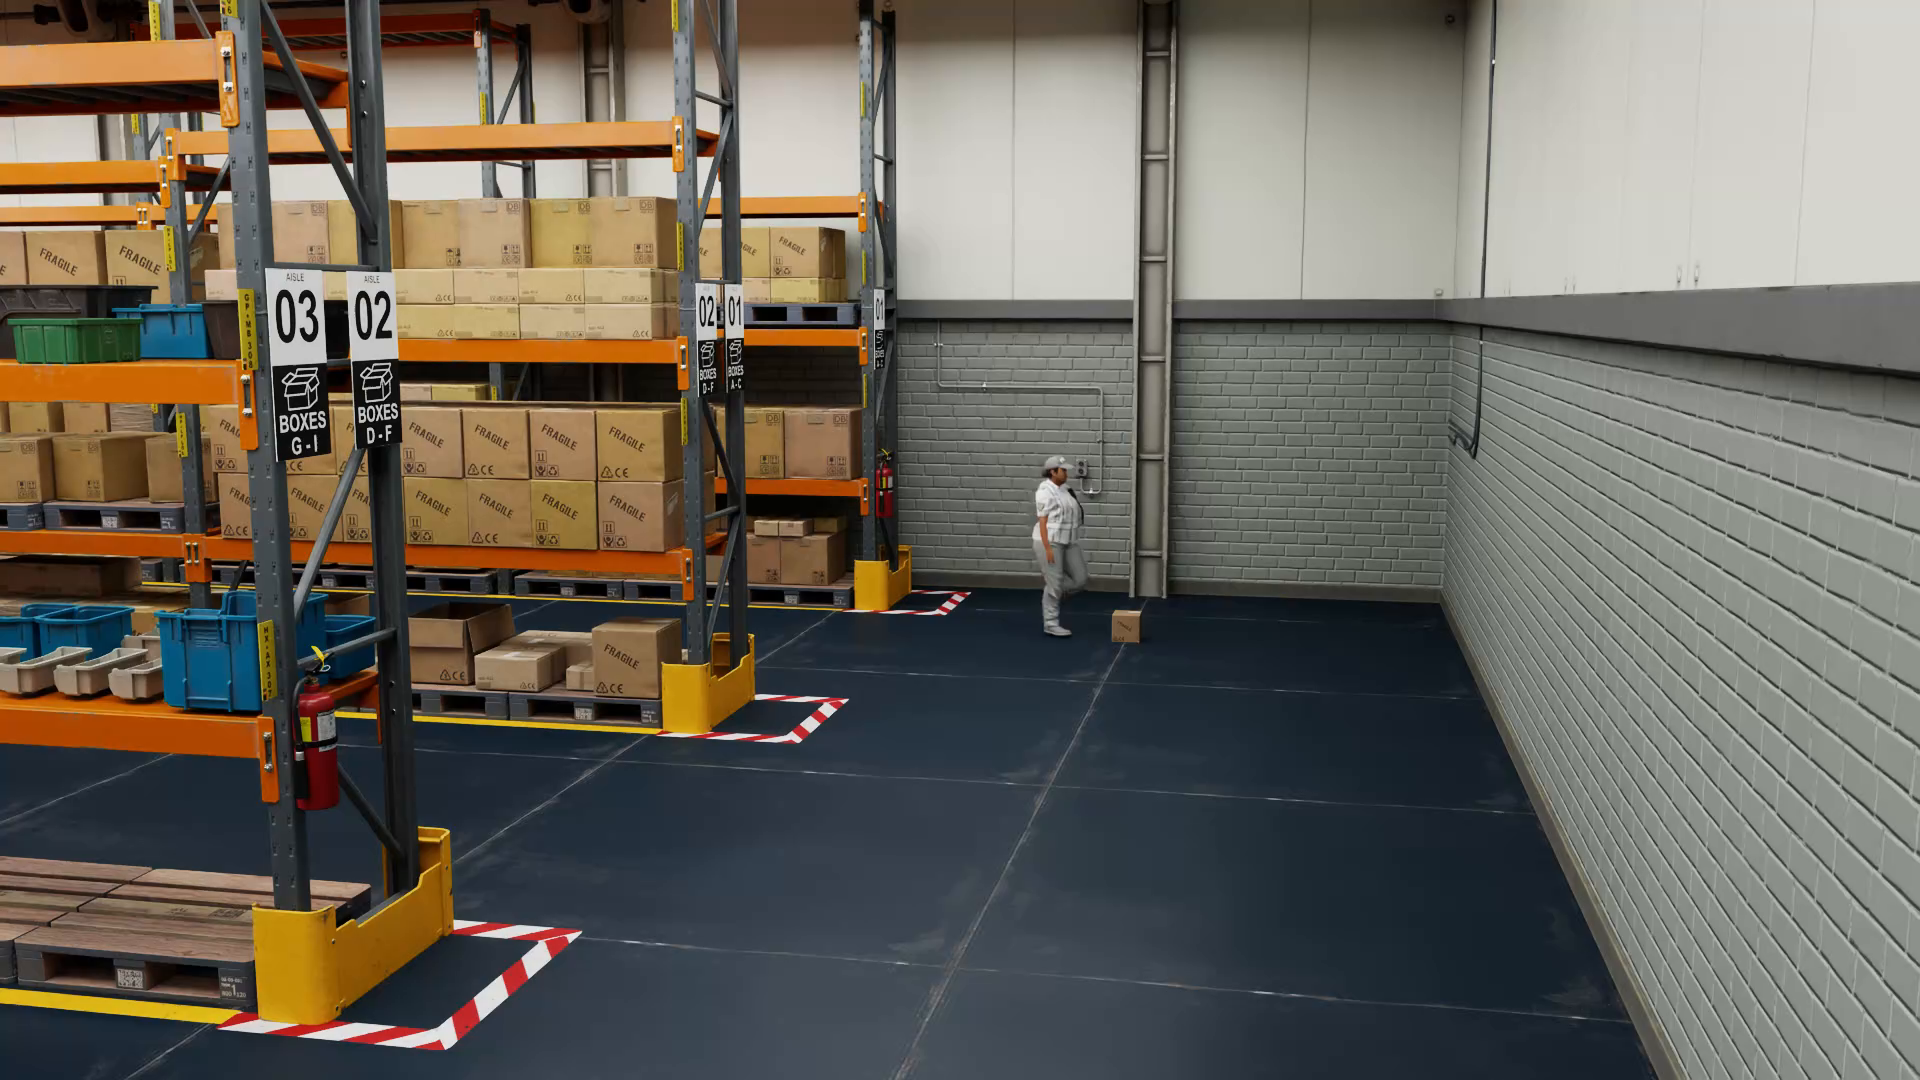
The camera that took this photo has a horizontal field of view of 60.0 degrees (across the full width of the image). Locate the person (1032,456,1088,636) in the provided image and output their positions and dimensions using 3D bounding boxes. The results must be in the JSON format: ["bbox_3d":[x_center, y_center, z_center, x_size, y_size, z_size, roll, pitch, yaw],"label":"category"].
[{"bbox_3d":[0.881,0.041,15.413,0.496,1.653,0.490,7,11,42],"label":"person"}]
